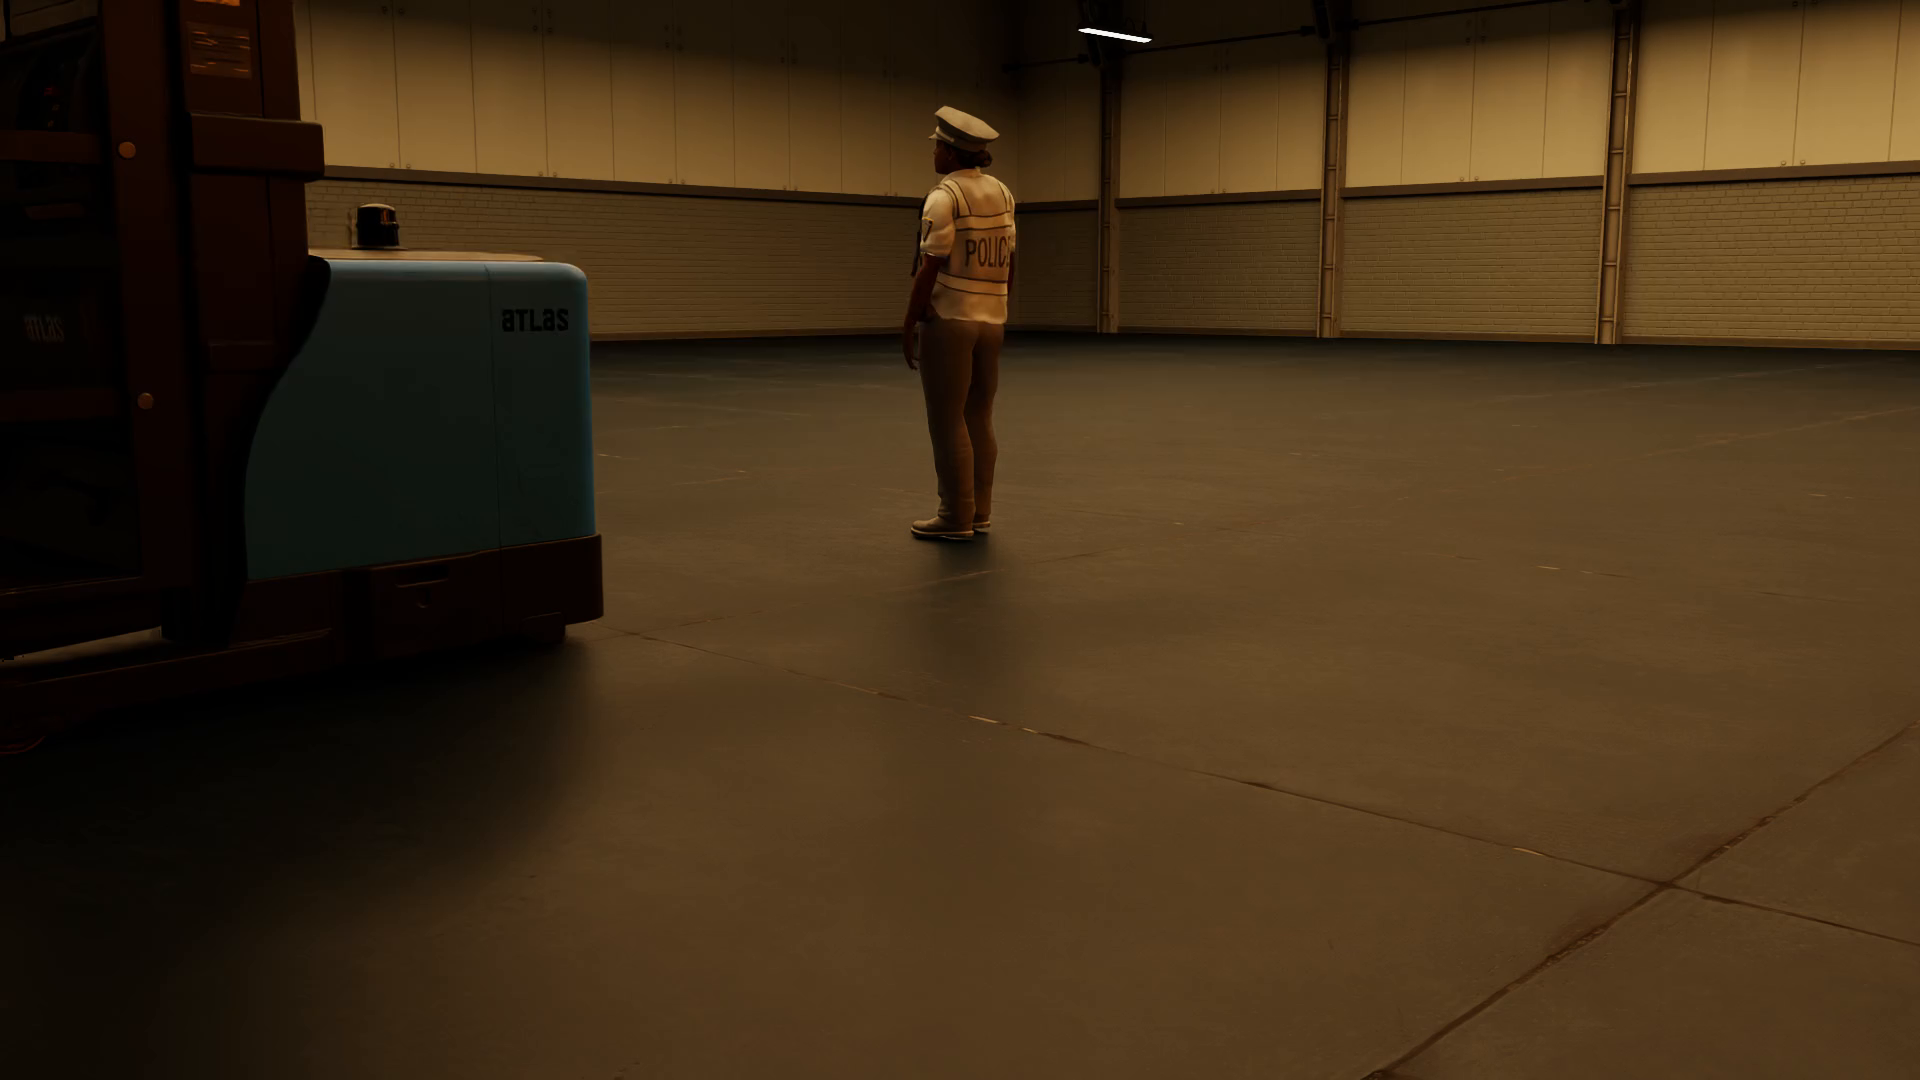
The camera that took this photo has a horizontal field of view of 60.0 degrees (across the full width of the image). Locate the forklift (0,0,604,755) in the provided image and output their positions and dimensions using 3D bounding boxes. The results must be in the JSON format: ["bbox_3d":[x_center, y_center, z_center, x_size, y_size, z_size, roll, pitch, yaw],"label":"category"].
[{"bbox_3d":[-2.386,-1.045,3.812,1.130,2.935,3.031,8,11,42],"label":"forklift"}]

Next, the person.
[{"bbox_3d":[-0.041,-0.855,6.656,0.528,1.697,0.570,8,12,43],"label":"person"}]
